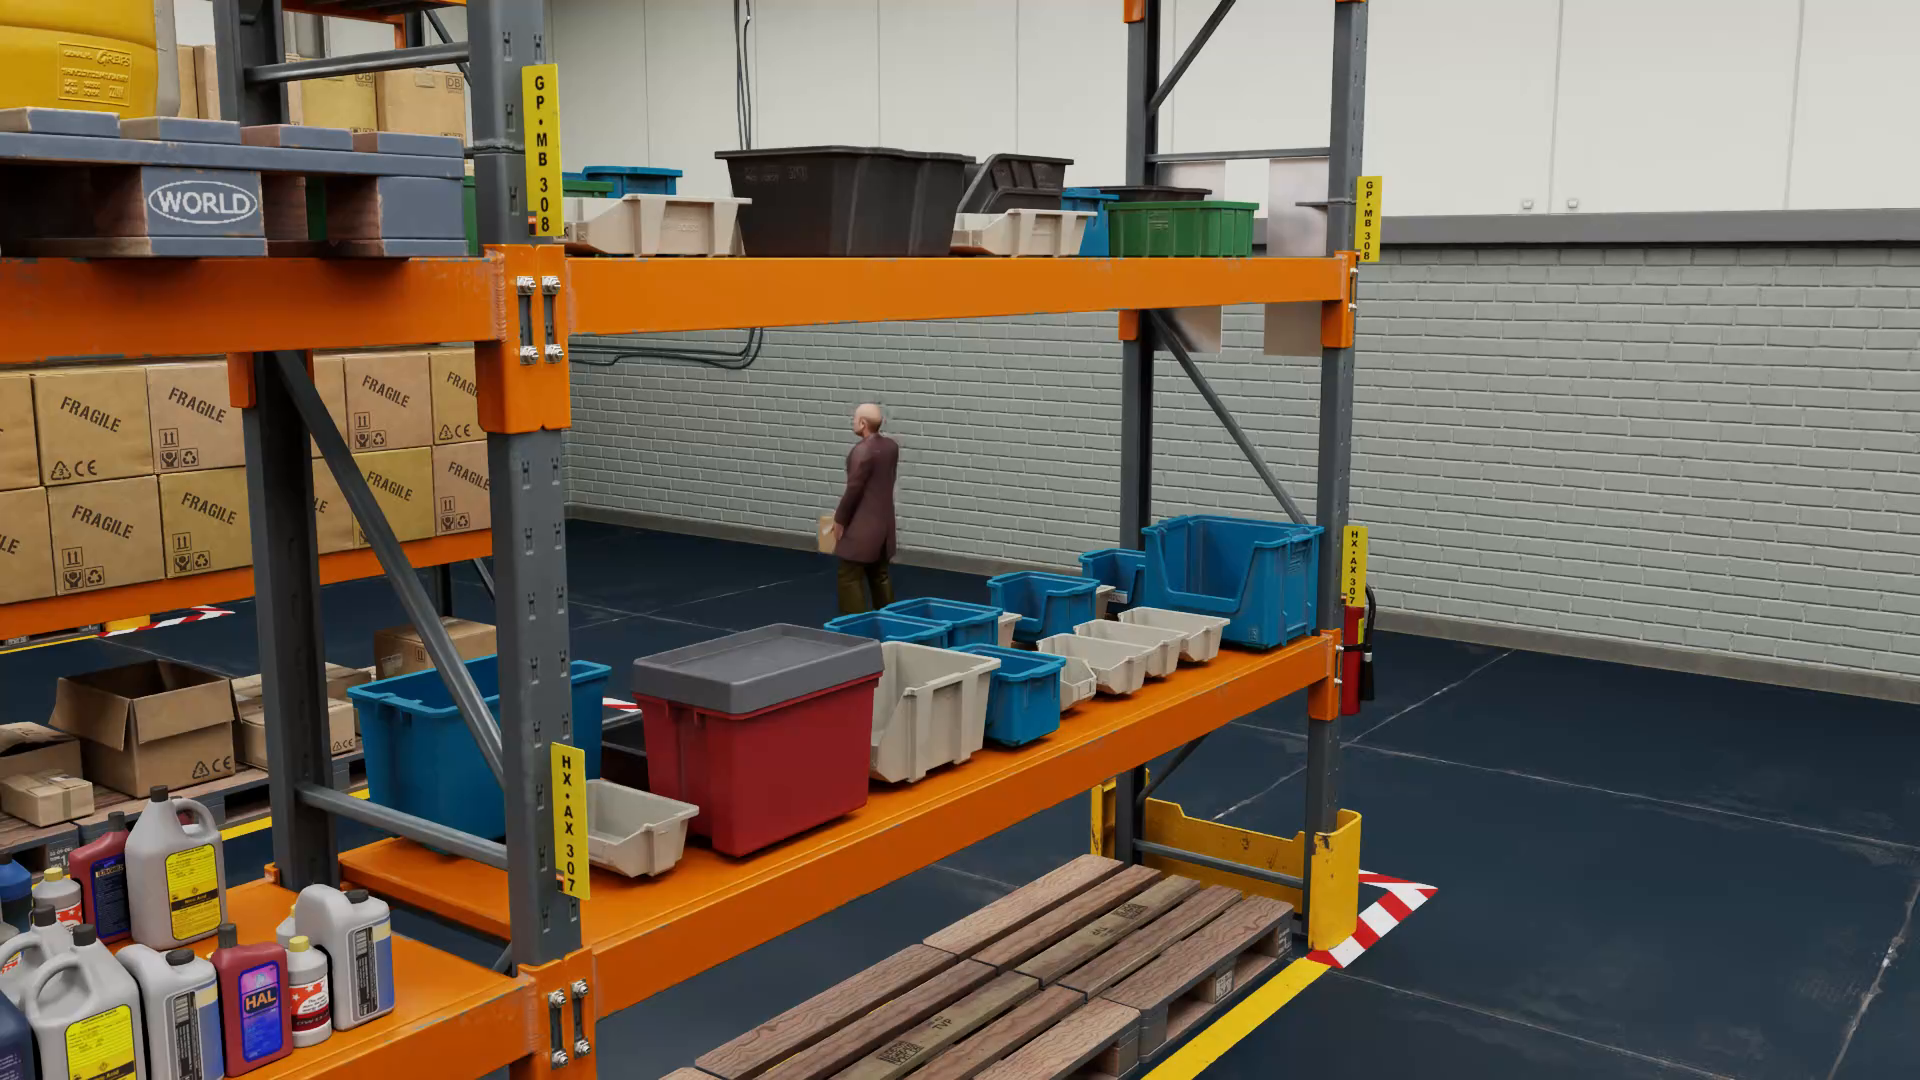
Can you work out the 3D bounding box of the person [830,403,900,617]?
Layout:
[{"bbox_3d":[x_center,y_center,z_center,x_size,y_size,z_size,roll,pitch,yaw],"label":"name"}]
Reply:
[{"bbox_3d":[-0.718,-0.104,12.041,0.490,1.779,0.626,5,11,29],"label":"person"}]
